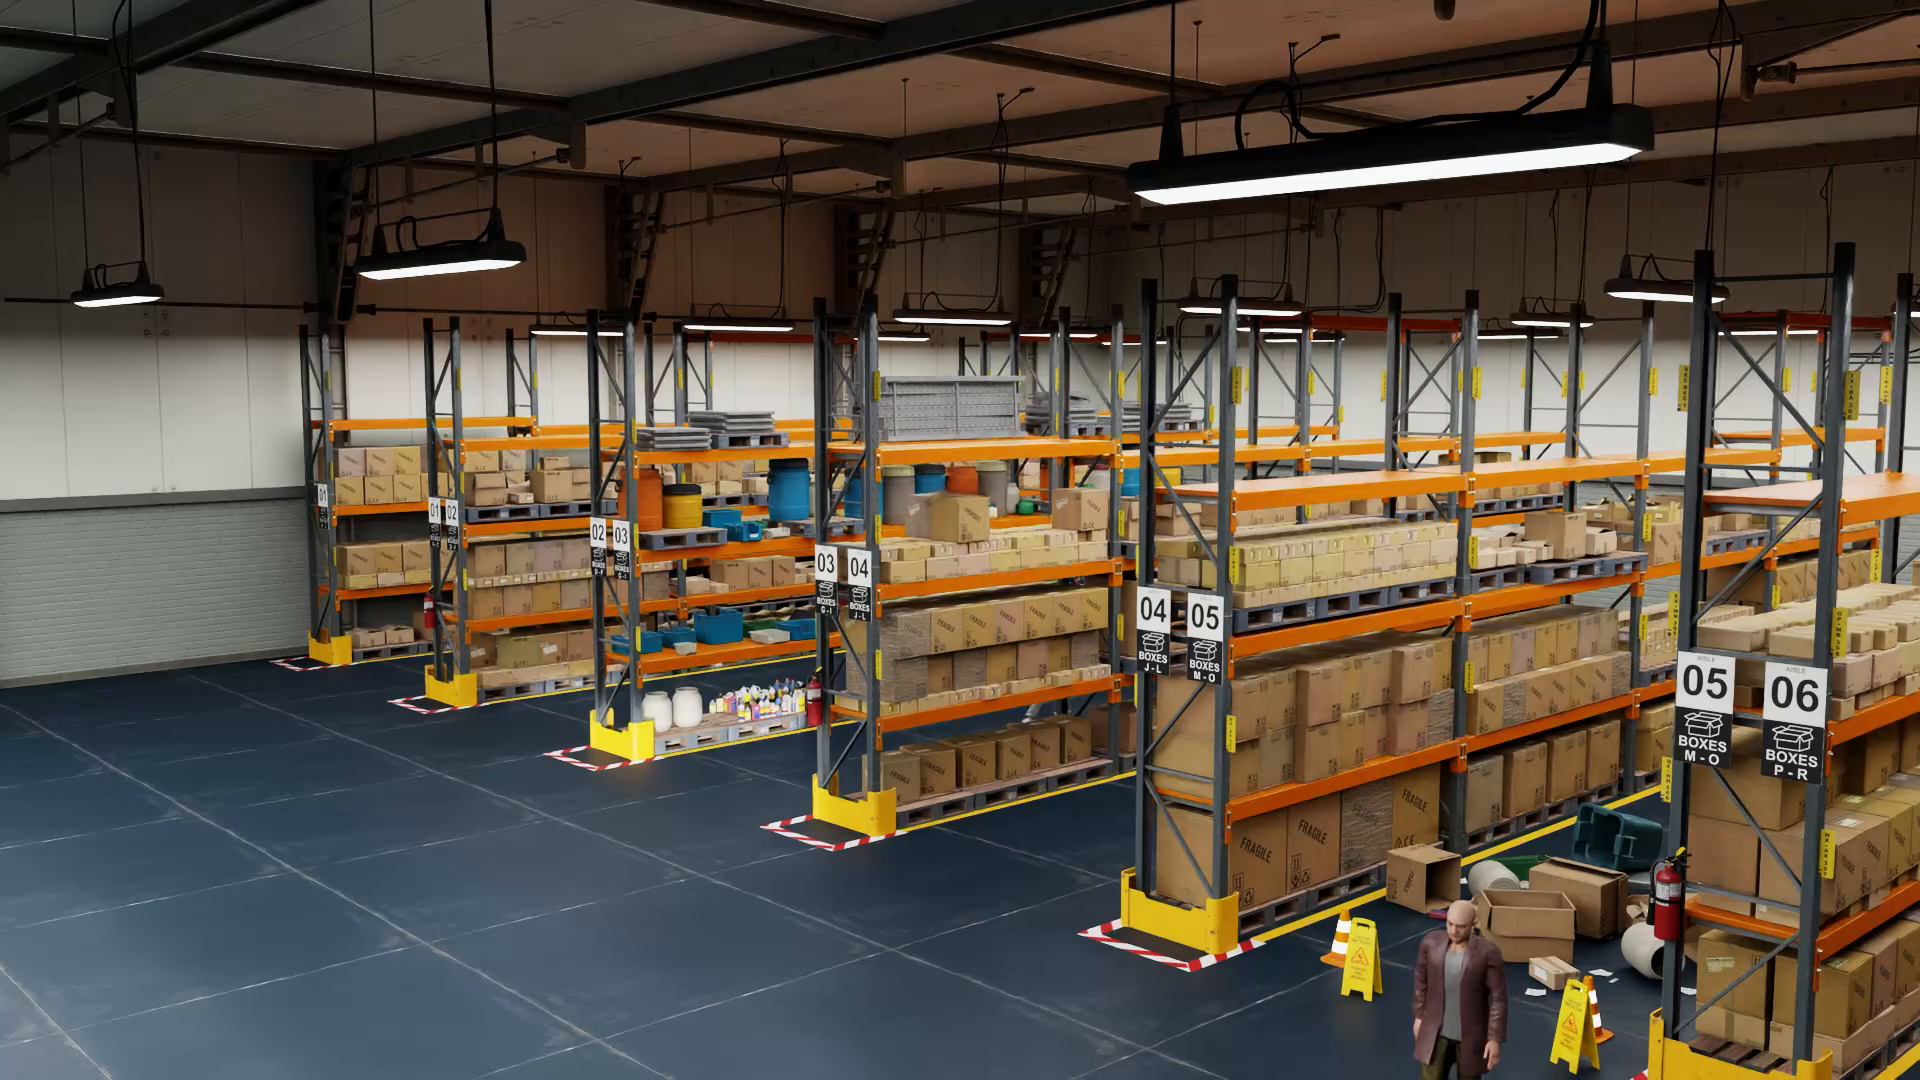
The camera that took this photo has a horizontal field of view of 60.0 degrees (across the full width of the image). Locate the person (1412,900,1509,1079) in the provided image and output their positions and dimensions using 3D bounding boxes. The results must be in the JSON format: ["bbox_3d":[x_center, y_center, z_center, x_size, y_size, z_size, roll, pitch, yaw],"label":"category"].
[{"bbox_3d":[3.226,3.220,10.760,0.646,1.855,0.556,3,7,30],"label":"person"}]

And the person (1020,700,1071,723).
[{"bbox_3d":[1.241,1.866,24.525,1.072,1.606,0.446,-4,7,-34],"label":"person"}]
